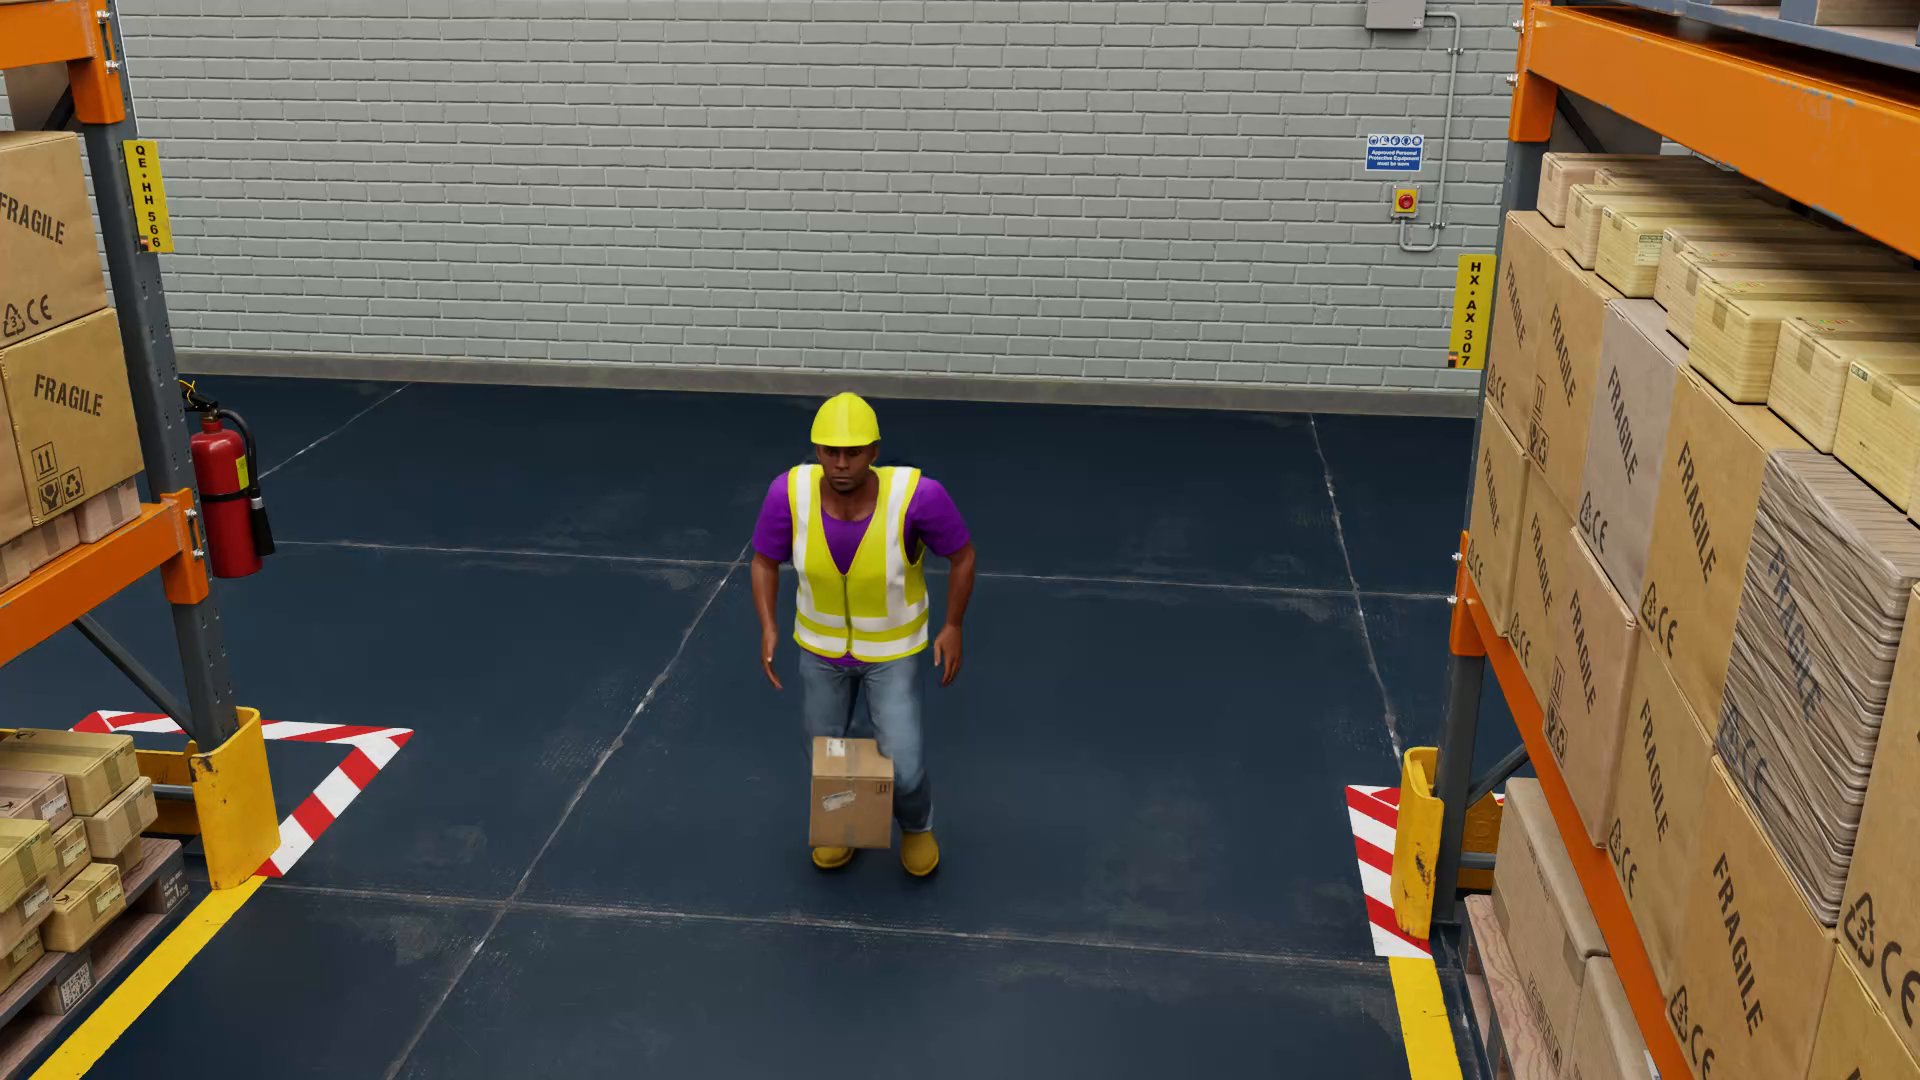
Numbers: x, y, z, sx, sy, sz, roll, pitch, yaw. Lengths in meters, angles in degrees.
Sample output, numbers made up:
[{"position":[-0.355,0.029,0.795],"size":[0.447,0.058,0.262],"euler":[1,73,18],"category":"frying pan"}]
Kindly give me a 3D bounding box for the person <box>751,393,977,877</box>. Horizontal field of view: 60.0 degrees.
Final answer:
[{"position":[-0.311,0.336,5.268],"size":[0.701,1.703,0.599],"euler":[4,21,10],"category":"person"}]
